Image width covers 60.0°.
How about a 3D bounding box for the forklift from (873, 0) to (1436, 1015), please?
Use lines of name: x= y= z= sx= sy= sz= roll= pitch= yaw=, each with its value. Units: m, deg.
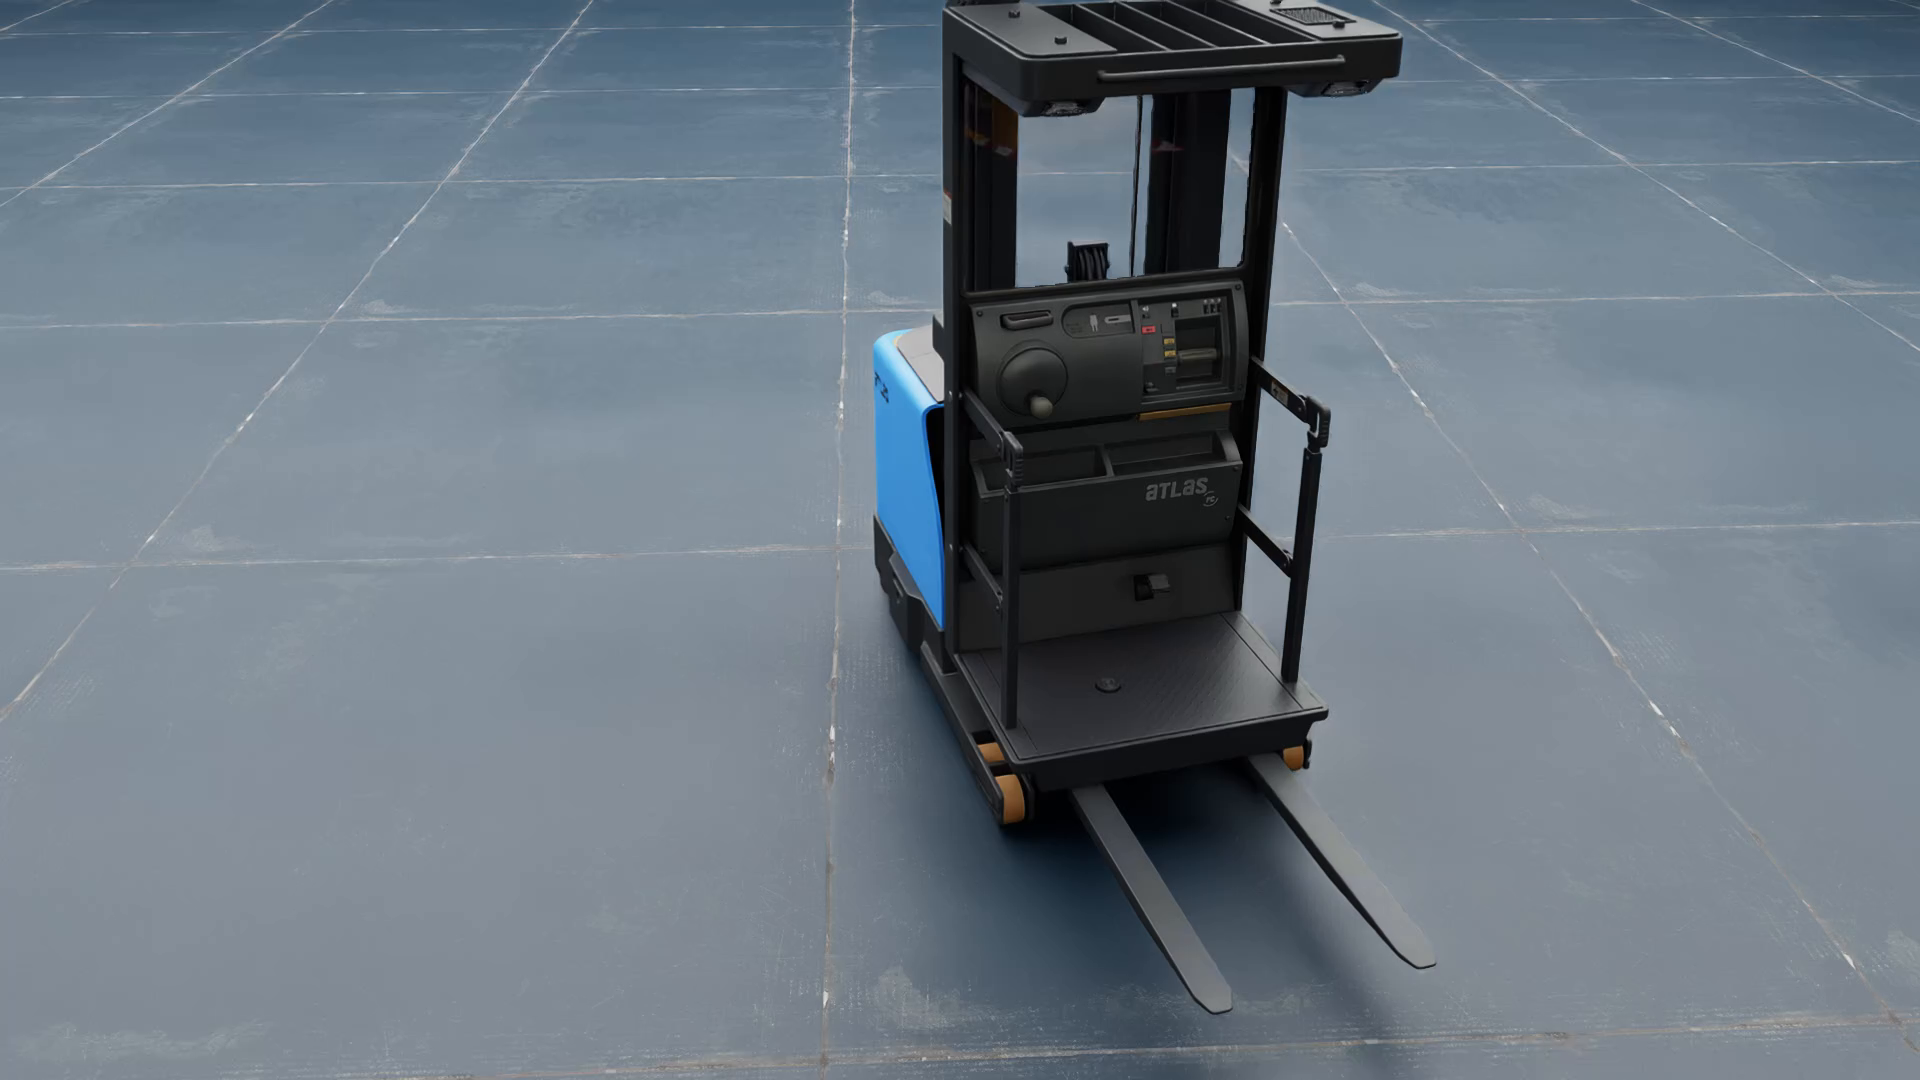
forklift: x=0.554 y=-0.570 z=5.172 sx=1.130 sy=2.935 sz=3.031 roll=-8 pitch=29 yaw=-15
